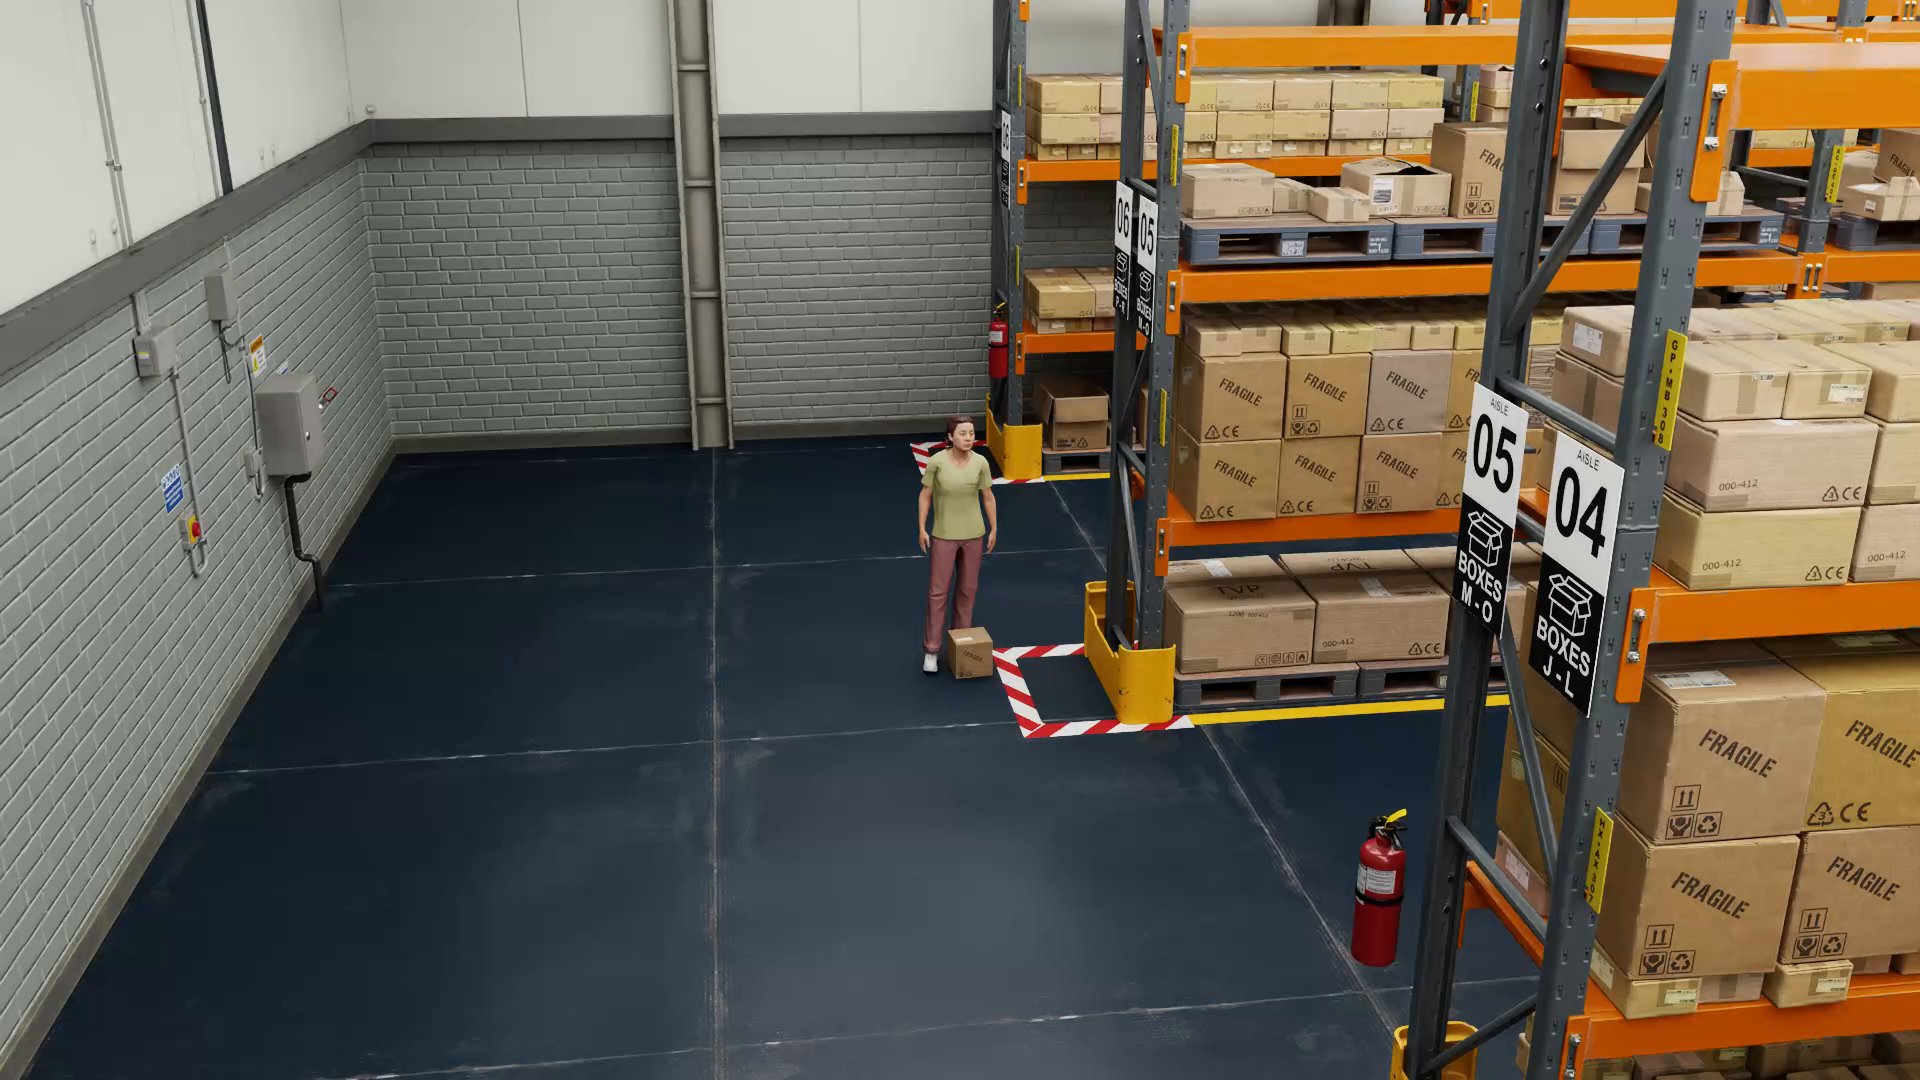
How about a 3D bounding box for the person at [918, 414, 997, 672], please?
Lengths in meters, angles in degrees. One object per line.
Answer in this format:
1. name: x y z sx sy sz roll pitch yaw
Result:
1. person: -0.010 0.005 11.036 0.554 1.676 0.549 -4 20 -10
